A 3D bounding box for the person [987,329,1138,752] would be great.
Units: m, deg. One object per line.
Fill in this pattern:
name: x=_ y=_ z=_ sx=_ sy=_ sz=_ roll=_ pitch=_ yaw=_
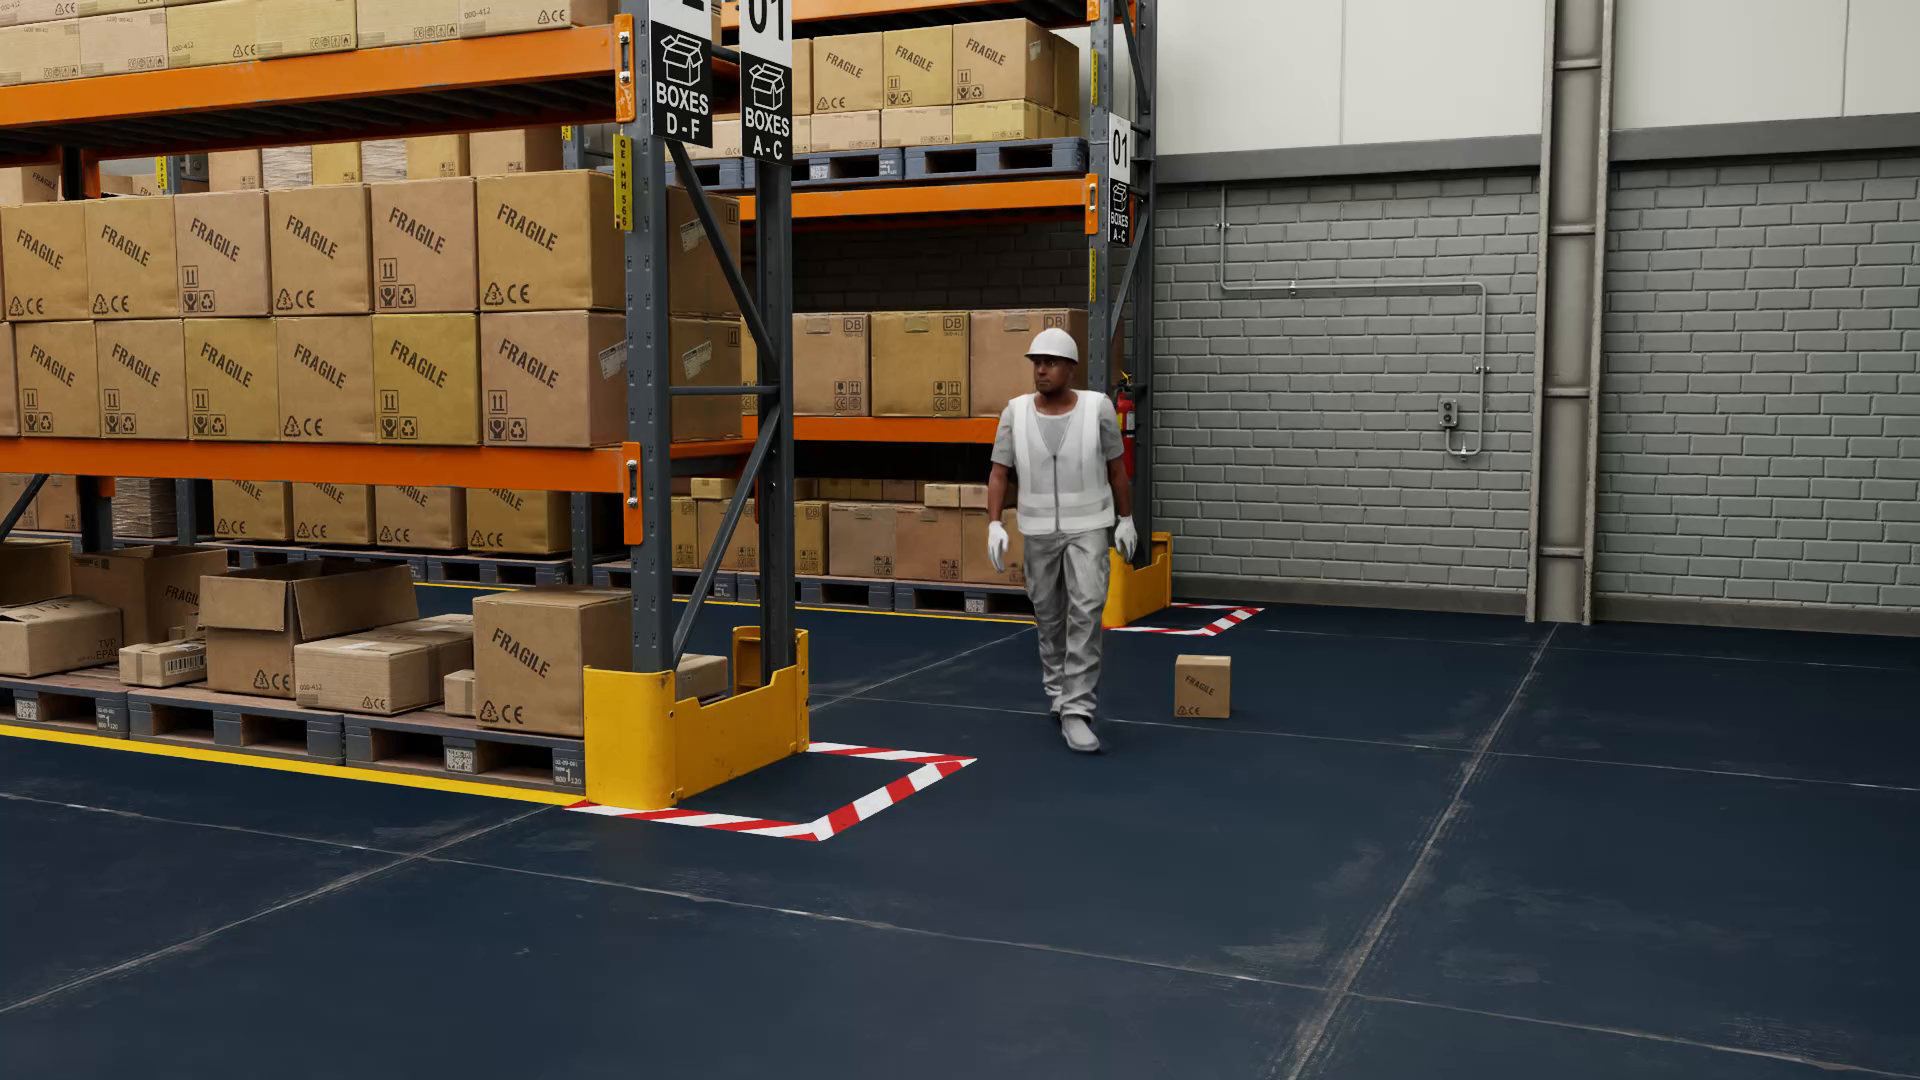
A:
person: x=0.434 y=-0.038 z=7.220 sx=0.609 sy=1.744 sz=0.892 roll=2 pitch=6 yaw=16
